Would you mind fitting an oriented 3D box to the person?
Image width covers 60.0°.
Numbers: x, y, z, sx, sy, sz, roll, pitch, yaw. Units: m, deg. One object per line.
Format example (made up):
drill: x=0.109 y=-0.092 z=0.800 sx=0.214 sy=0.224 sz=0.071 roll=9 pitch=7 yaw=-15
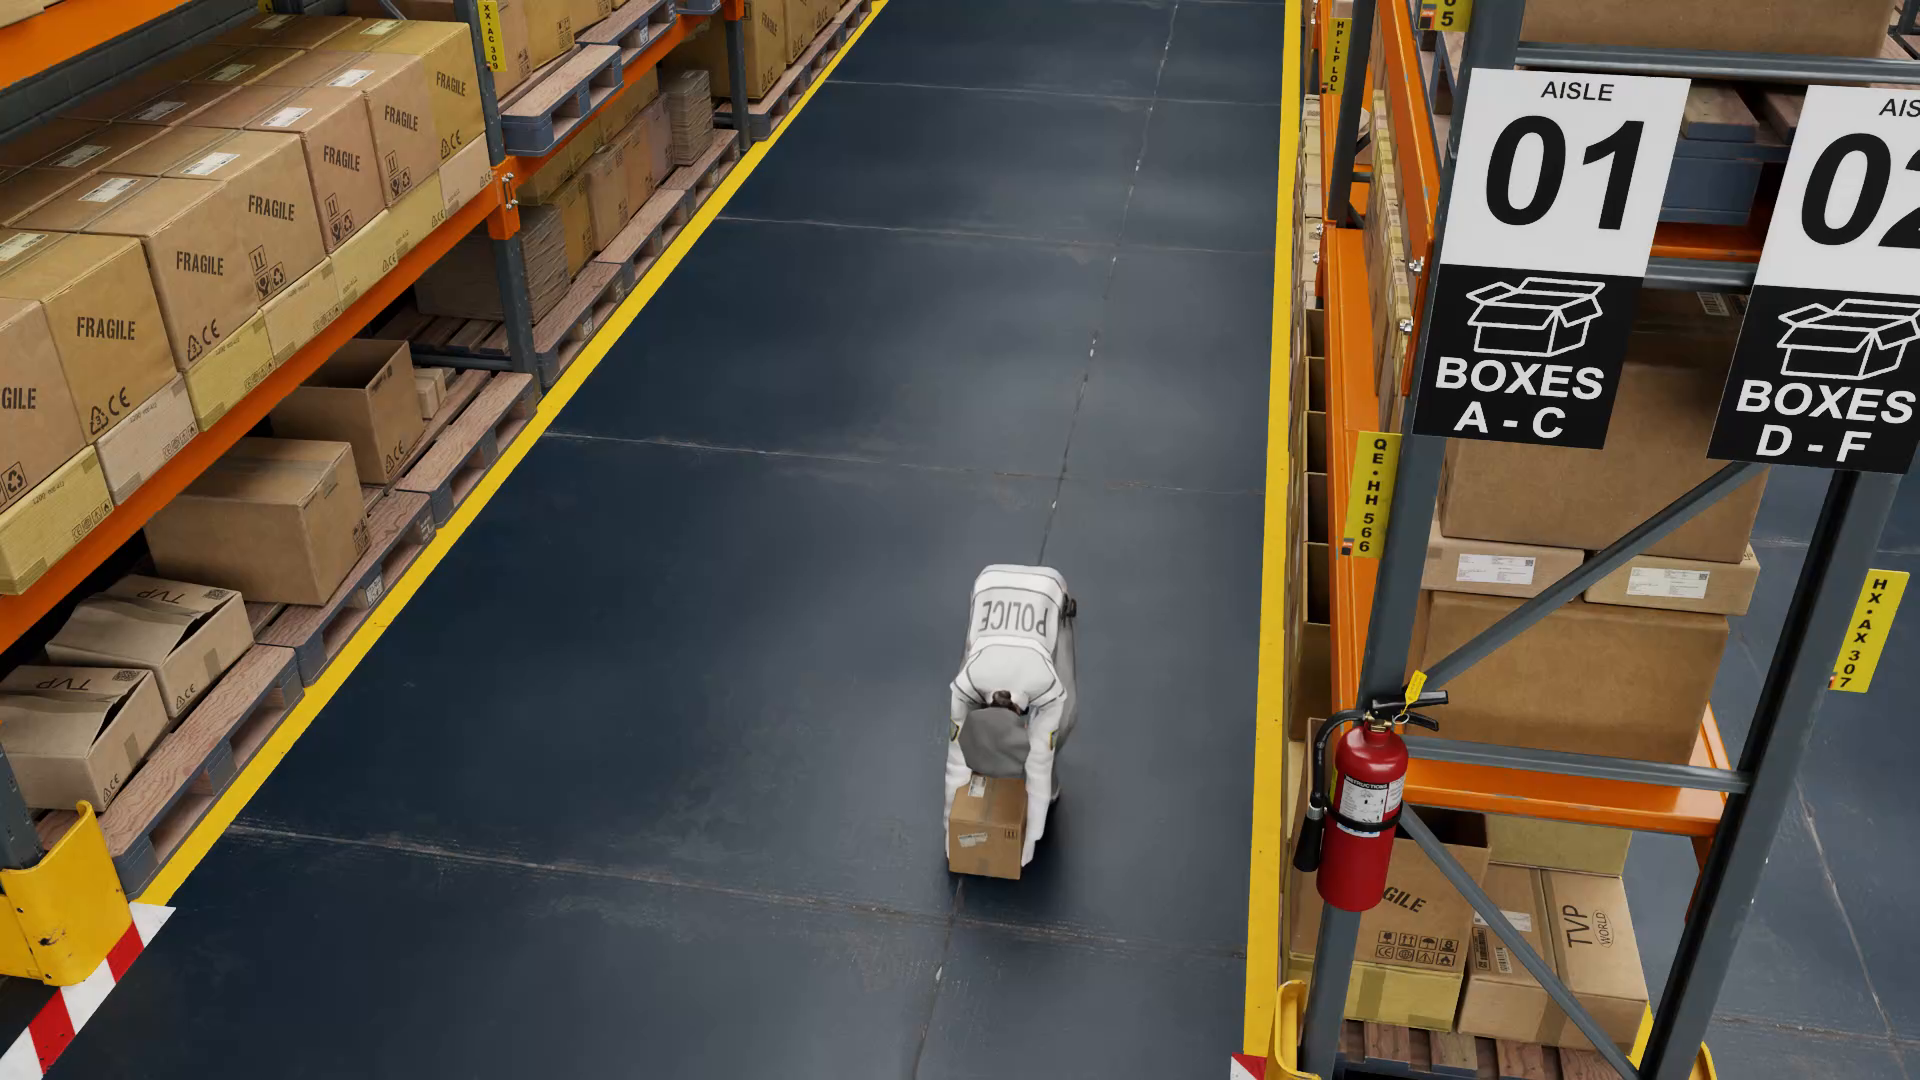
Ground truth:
person: x=0.193 y=0.608 z=5.947 sx=0.452 sy=0.848 sz=0.885 roll=4 pitch=33 yaw=6
